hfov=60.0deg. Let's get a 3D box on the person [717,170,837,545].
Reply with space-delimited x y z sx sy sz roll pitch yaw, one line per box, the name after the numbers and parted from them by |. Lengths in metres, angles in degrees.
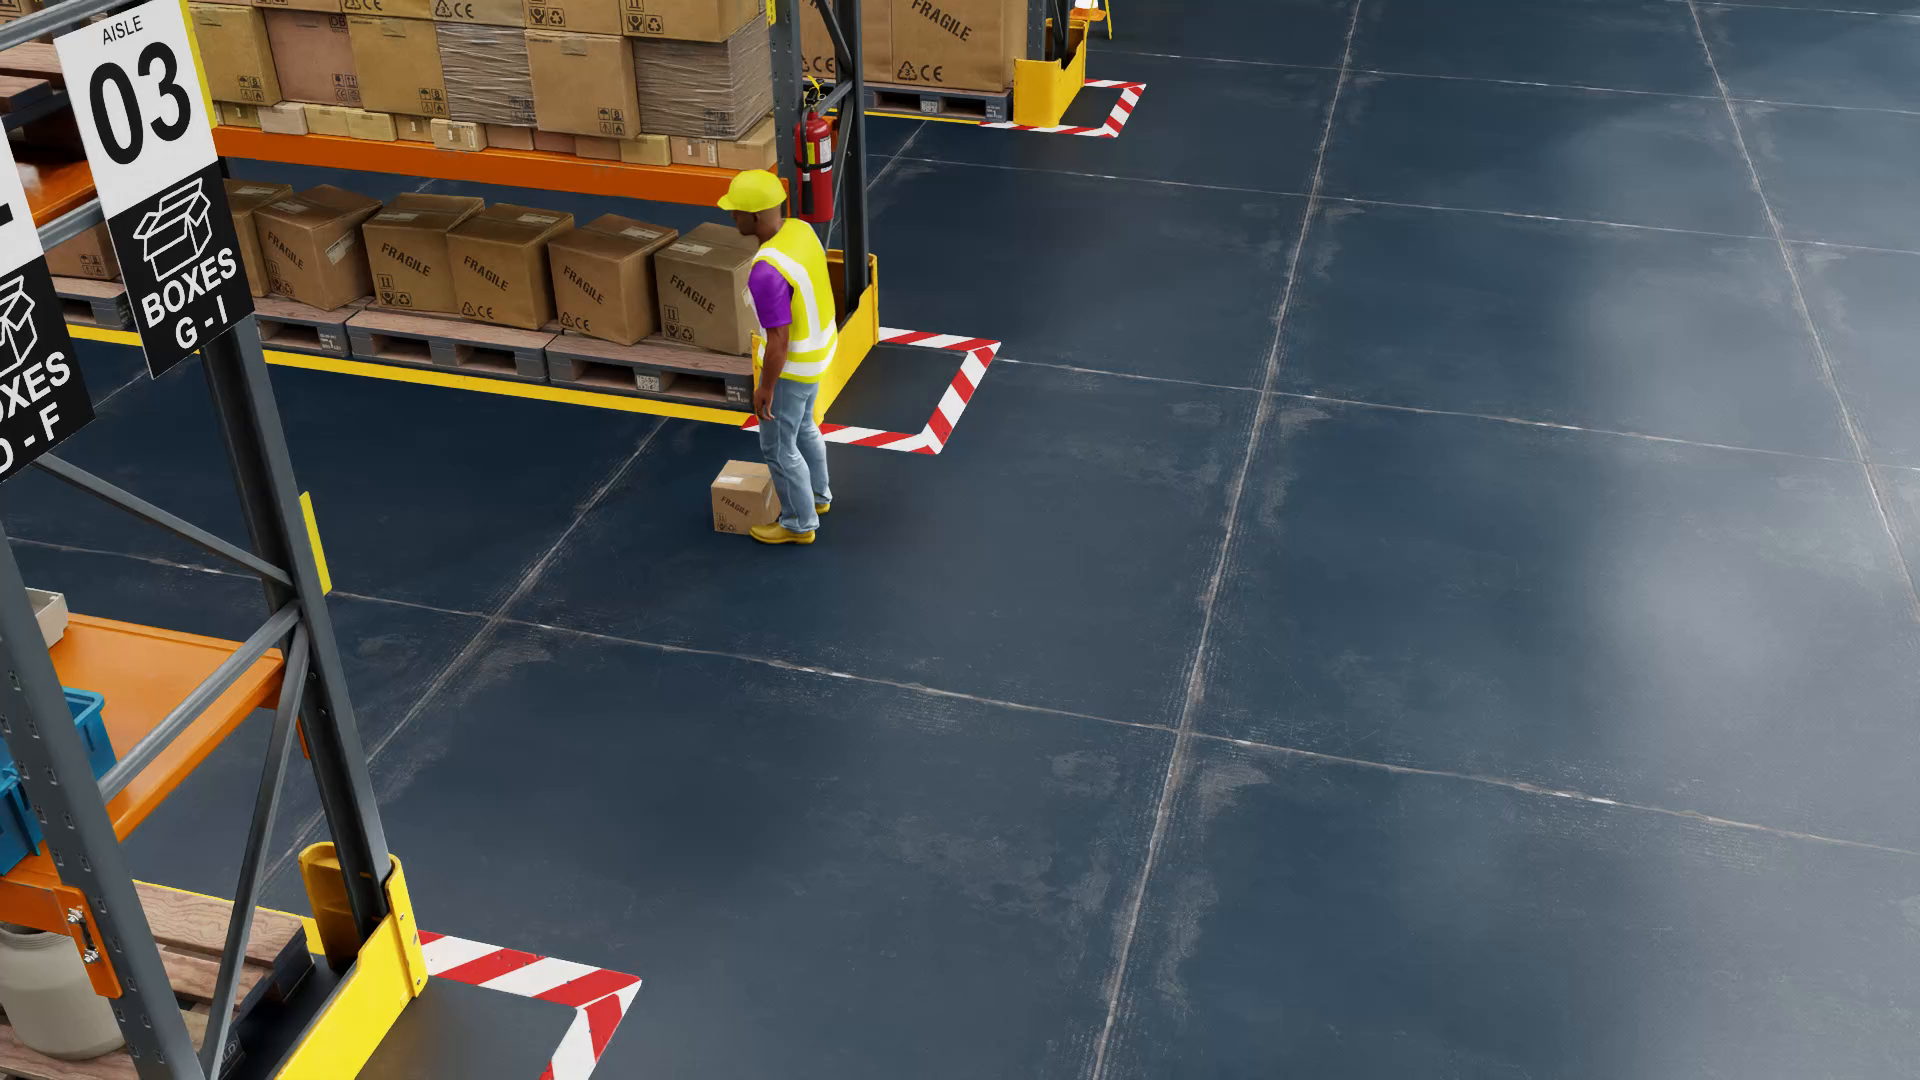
-0.783 -0.801 7.373 0.462 1.759 0.633 6 33 9 | person
